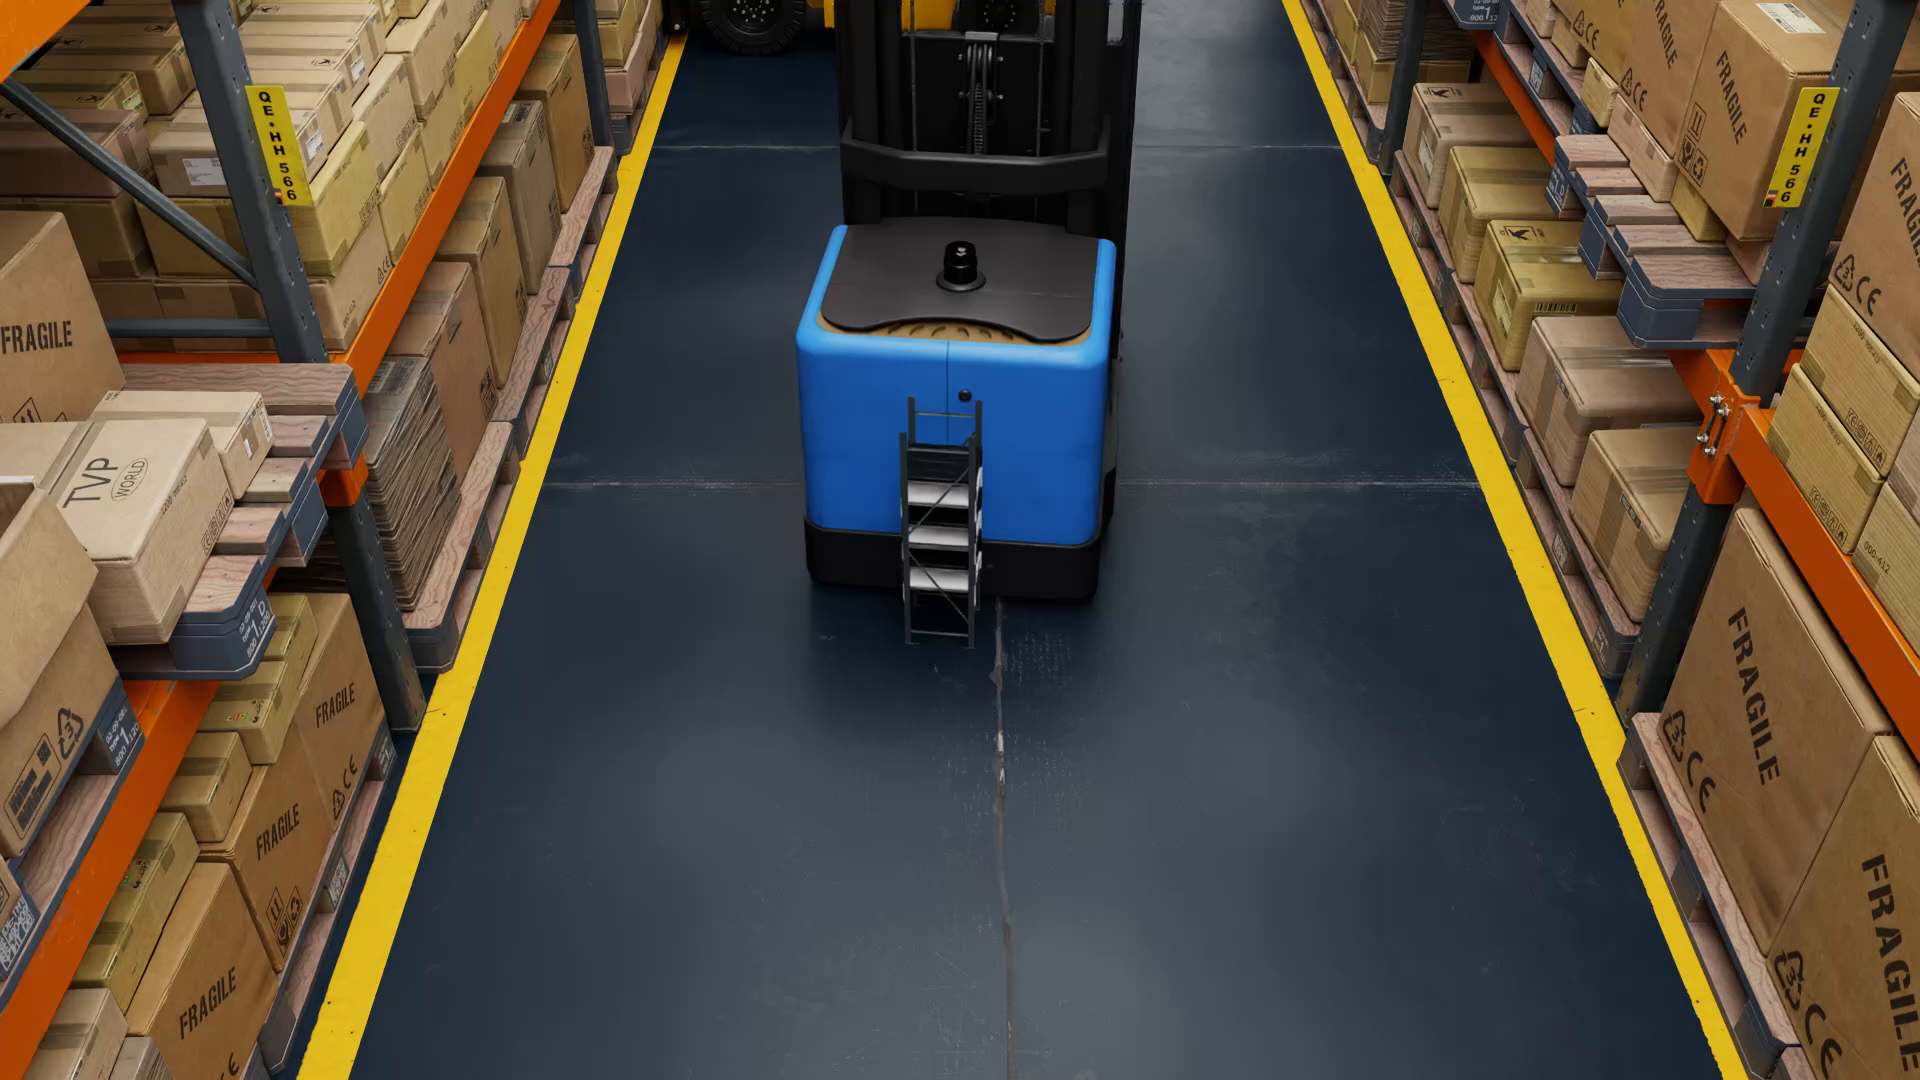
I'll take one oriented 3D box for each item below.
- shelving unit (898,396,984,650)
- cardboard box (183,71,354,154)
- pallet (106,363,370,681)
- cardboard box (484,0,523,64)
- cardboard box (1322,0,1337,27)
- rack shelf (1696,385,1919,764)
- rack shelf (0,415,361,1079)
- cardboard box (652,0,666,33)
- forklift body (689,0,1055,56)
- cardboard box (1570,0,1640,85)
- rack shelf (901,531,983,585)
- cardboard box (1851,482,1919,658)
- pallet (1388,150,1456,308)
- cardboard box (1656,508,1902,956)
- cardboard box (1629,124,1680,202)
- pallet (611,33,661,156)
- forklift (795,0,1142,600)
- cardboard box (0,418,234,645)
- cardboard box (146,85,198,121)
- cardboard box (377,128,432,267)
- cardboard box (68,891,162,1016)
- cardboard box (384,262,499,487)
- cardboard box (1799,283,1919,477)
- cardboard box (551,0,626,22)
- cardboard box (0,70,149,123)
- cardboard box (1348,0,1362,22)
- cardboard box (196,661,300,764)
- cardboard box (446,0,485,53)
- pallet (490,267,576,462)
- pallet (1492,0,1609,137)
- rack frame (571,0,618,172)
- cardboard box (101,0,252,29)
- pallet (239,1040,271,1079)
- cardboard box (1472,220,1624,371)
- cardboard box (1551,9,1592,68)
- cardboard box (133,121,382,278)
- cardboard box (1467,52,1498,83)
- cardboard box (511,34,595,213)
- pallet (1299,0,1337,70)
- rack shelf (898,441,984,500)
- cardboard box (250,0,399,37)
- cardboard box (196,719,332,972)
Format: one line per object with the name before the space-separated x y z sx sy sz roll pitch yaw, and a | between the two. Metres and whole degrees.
shelving unit | -0.060 -0.044 5.585 0.258 0.900 0.210 4 39 5
cardboard box | -1.986 -1.233 4.792 0.380 0.149 0.250 1 39 1
pallet | -2.208 -0.076 4.100 1.213 0.211 1.003 0 39 0
cardboard box | -2.045 -2.078 6.564 0.500 0.250 0.500 0 39 0
cardboard box | 2.404 -3.193 9.699 0.500 0.250 0.500 1 39 1
rack shelf | 2.687 0.951 3.240 1.077 0.370 4.000 0 39 0
rack shelf | -2.277 0.957 3.233 1.077 0.370 4.000 0 39 0
cardboard box | -1.985 -3.109 9.593 0.500 0.250 0.500 1 39 1
forklift body | -0.462 -4.062 9.599 2.313 2.155 1.214 0 39 0
cardboard box | 2.393 -1.823 5.472 0.500 0.500 0.500 -3 39 -3
rack shelf | -0.060 0.053 5.662 0.258 0.077 0.200 4 39 5
cardboard box | 2.452 0.105 3.840 0.500 0.250 0.500 -1 39 -1
pallet | 2.683 -1.507 7.962 1.003 0.211 1.213 0 39 0
cardboard box | 2.602 0.517 4.570 0.875 0.875 0.875 0 39 0
cardboard box | 2.331 -1.176 5.184 0.380 0.149 0.250 0 39 0
pallet | -2.243 -2.485 9.182 1.003 0.211 1.213 0 39 0
forklift | 0.125 -1.845 6.208 1.130 2.935 3.031 4 39 5
cardboard box | -1.954 -0.020 3.661 0.500 0.250 0.500 -2 39 -2
cardboard box | -2.560 -1.312 5.208 0.500 0.250 0.500 0 39 0
cardboard box | -2.031 -1.108 5.354 0.500 0.250 0.500 -1 39 -1
cardboard box | -2.082 0.949 3.812 0.380 0.149 0.250 -1 39 -1
cardboard box | -2.275 -0.611 6.176 0.875 0.625 0.625 1 39 1
cardboard box | 2.438 -0.400 4.071 0.500 0.250 0.500 0 39 0
cardboard box | -1.970 -2.860 8.483 0.500 0.250 0.500 -1 39 -1
cardboard box | -2.594 -1.234 4.792 0.380 0.149 0.250 1 39 1
cardboard box | 2.409 -3.153 9.050 0.500 0.500 0.500 1 39 1
cardboard box | -1.994 0.463 4.418 0.380 0.149 0.250 -2 39 -2
cardboard box | -2.043 -1.949 6.003 0.500 0.250 0.500 0 39 1
pallet | -2.239 -0.762 7.033 1.003 0.211 1.213 0 39 0
pallet | 2.642 -1.744 6.180 1.003 0.211 1.213 0 39 0
rack frame | -2.284 -3.076 7.690 1.000 3.000 0.127 0 39 0
cardboard box | -2.526 -1.713 5.390 0.380 0.149 0.250 0 39 0
pallet | -2.317 1.741 3.908 1.003 0.211 1.213 0 39 0
cardboard box | 2.690 -1.008 6.875 0.950 0.372 0.625 1 39 1
cardboard box | 2.368 -1.820 5.988 0.380 0.149 0.250 -1 39 -1
cardboard box | -2.010 -0.989 4.806 0.500 0.250 0.500 0 39 0
cardboard box | 2.949 -2.542 8.886 0.500 0.250 0.500 -2 39 -2
cardboard box | -2.272 -1.987 7.894 0.875 0.625 0.625 2 39 2
pallet | 2.640 -3.179 10.048 1.003 0.211 1.213 0 39 0
rack shelf | -0.060 -0.228 5.437 0.258 0.077 0.200 4 39 5
cardboard box | -2.055 -1.715 5.392 0.380 0.149 0.250 0 39 0
cardboard box | -2.073 0.814 4.498 0.500 0.500 0.500 -1 39 -1
